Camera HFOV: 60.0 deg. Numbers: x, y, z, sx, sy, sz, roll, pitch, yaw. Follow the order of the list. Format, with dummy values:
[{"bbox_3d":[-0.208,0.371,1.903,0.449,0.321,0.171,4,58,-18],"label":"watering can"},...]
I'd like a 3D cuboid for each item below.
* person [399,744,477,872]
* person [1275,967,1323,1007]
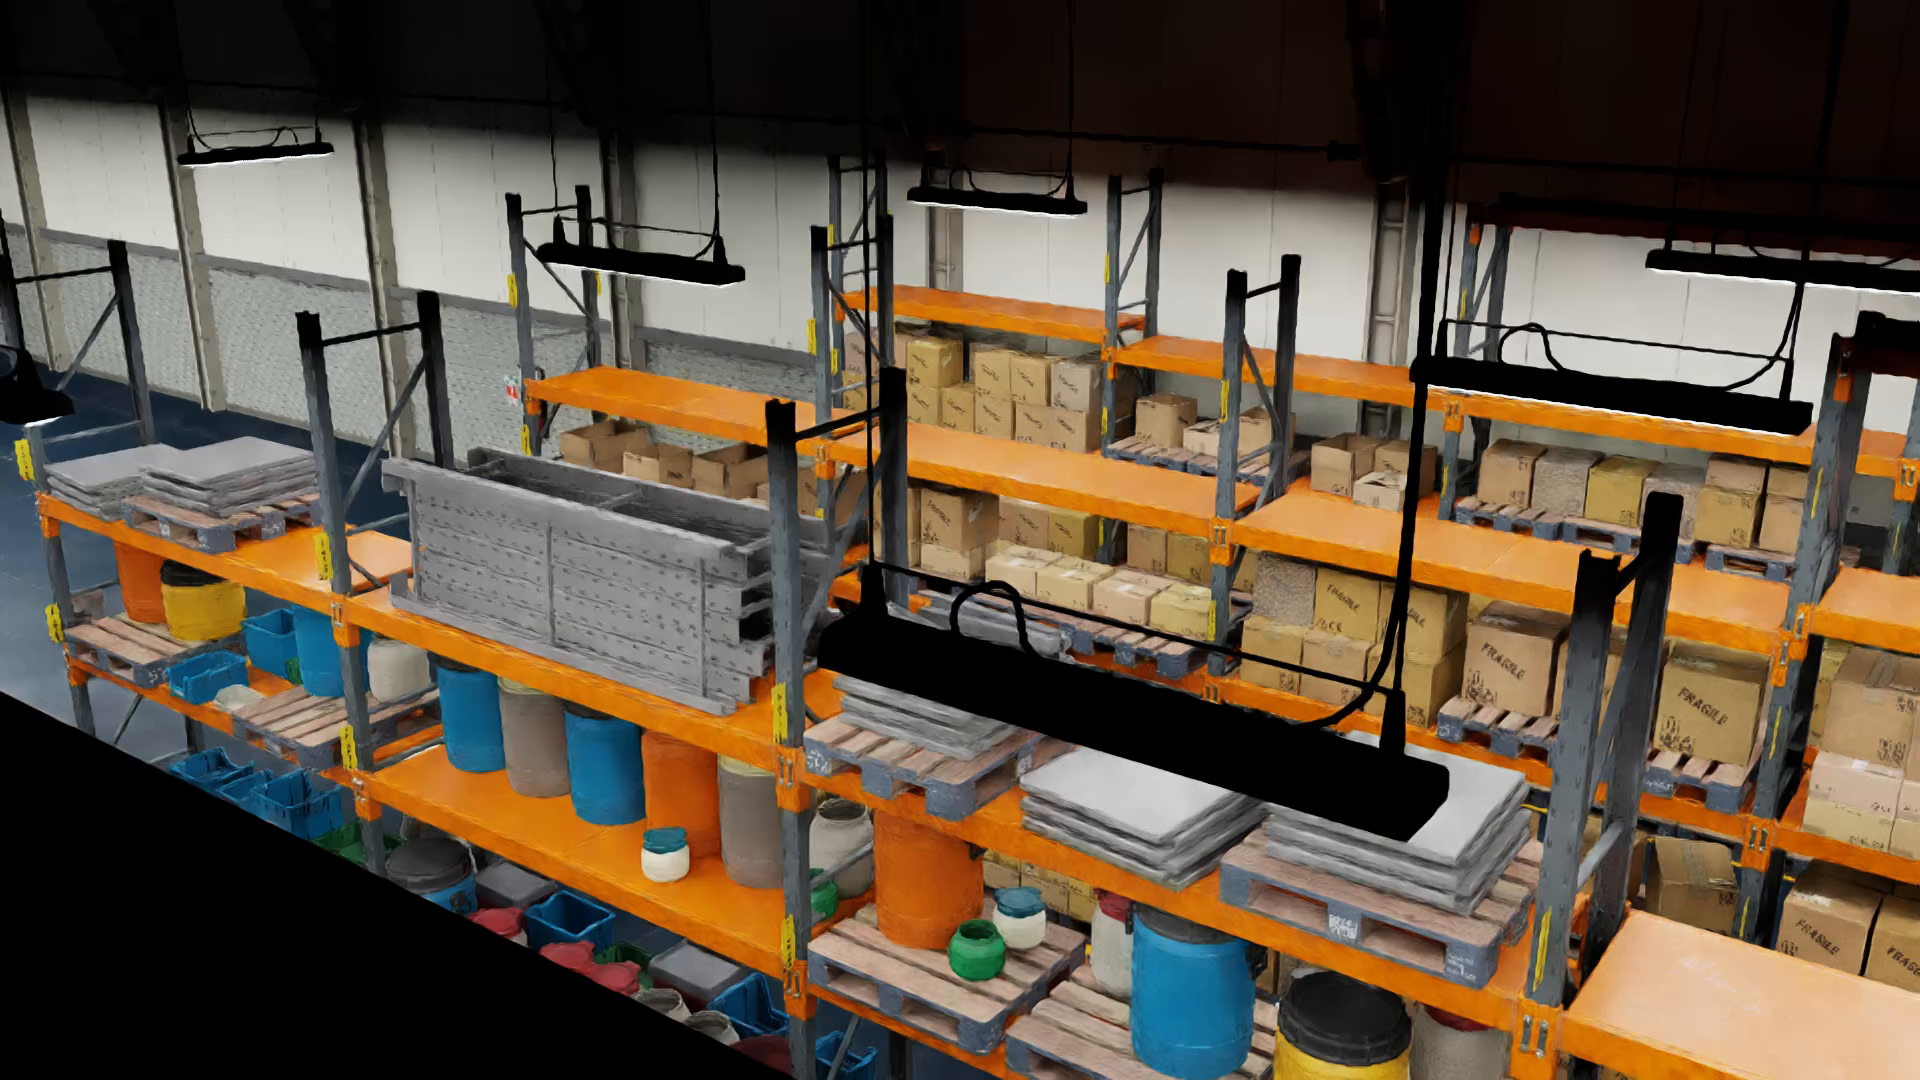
[{"bbox_3d":[-4.911,2.420,15.344,1.090,1.580,0.496,12,22,32],"label":"person"},{"bbox_3d":[2.337,3.718,11.436,0.538,1.726,0.361,3,19,9],"label":"person"}]
